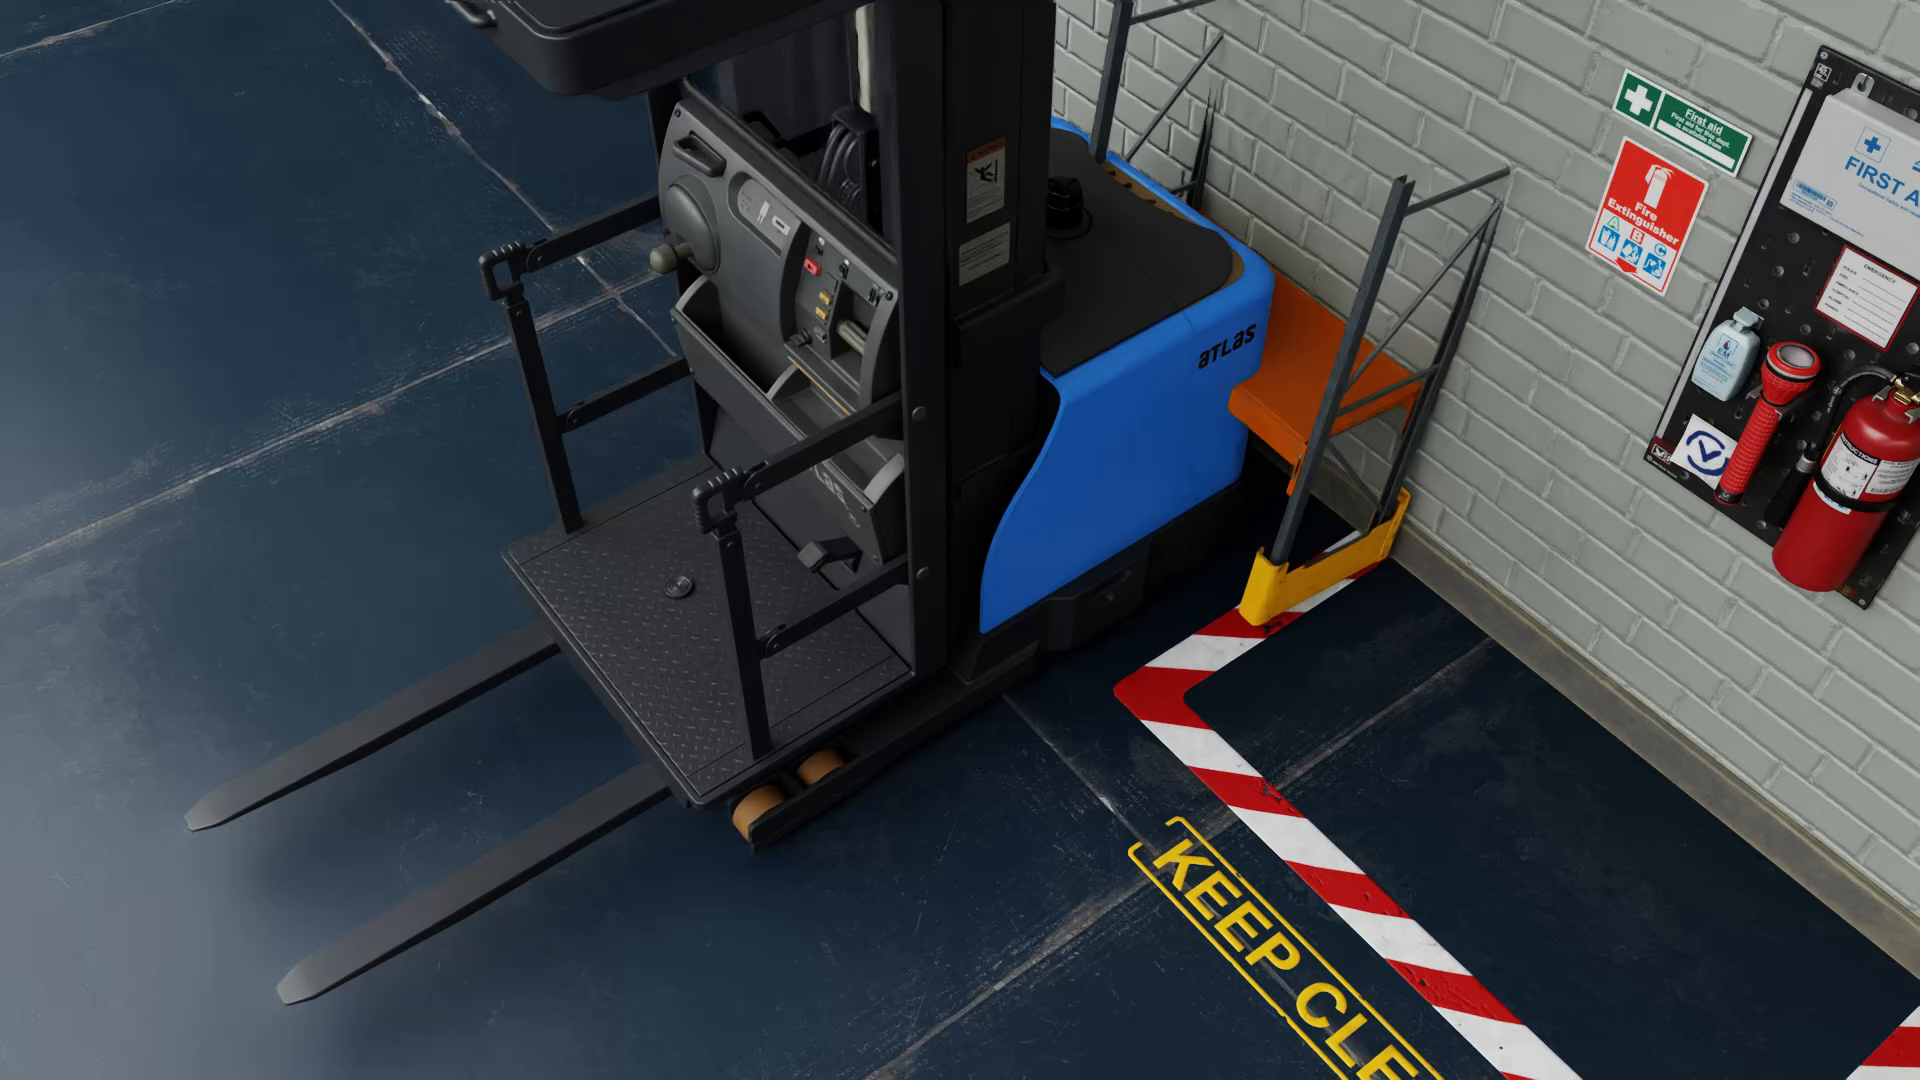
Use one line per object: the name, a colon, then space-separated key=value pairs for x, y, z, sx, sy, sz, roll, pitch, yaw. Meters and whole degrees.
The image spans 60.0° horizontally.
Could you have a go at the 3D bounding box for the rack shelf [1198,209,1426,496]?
rack shelf: x=0.835 y=-0.584 z=4.911 sx=0.538 sy=0.185 sz=1.000 roll=-24 pitch=53 yaw=-28

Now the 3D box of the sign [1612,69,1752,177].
sign: x=1.594 y=-0.925 z=3.682 sx=0.001 sy=0.109 sz=0.331 roll=-29 pitch=54 yaw=-24

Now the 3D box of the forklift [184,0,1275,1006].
forklift: x=-0.608 y=-0.609 z=3.824 sx=3.031 sy=2.935 sz=1.130 roll=-30 pitch=54 yaw=-24

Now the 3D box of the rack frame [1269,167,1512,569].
rack frame: x=1.150 y=-0.398 z=4.515 sx=0.500 sy=1.500 sz=0.032 roll=-24 pitch=53 yaw=-28

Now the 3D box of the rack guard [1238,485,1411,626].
rack guard: x=1.089 y=0.039 z=4.958 sx=0.587 sy=0.250 sz=0.087 roll=-24 pitch=53 yaw=-28

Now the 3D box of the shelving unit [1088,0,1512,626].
shelving unit: x=0.857 y=-0.705 z=4.779 sx=0.587 sy=1.500 sz=1.083 roll=-24 pitch=53 yaw=-28

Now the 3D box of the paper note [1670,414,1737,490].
paper note: x=1.799 y=-0.209 z=4.009 sx=0.016 sy=0.148 sz=0.142 roll=-29 pitch=54 yaw=-24

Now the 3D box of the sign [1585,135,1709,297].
sign: x=1.598 y=-0.753 z=3.884 sx=0.001 sy=0.329 sz=0.234 roll=-29 pitch=54 yaw=-24

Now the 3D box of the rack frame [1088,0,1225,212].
rack frame: x=0.554 y=-1.023 z=5.053 sx=0.500 sy=1.500 sz=0.032 roll=-24 pitch=53 yaw=-28

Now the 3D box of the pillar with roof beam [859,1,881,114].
pillar with roof beam: x=-3.742 y=-2.517 z=1.458 sx=9.100 sy=9.000 sz=0.400 roll=-29 pitch=54 yaw=-24

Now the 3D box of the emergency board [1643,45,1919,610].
emergency board: x=1.851 y=-0.369 z=3.560 sx=0.194 sy=1.169 sz=0.643 roll=-29 pitch=54 yaw=-24
